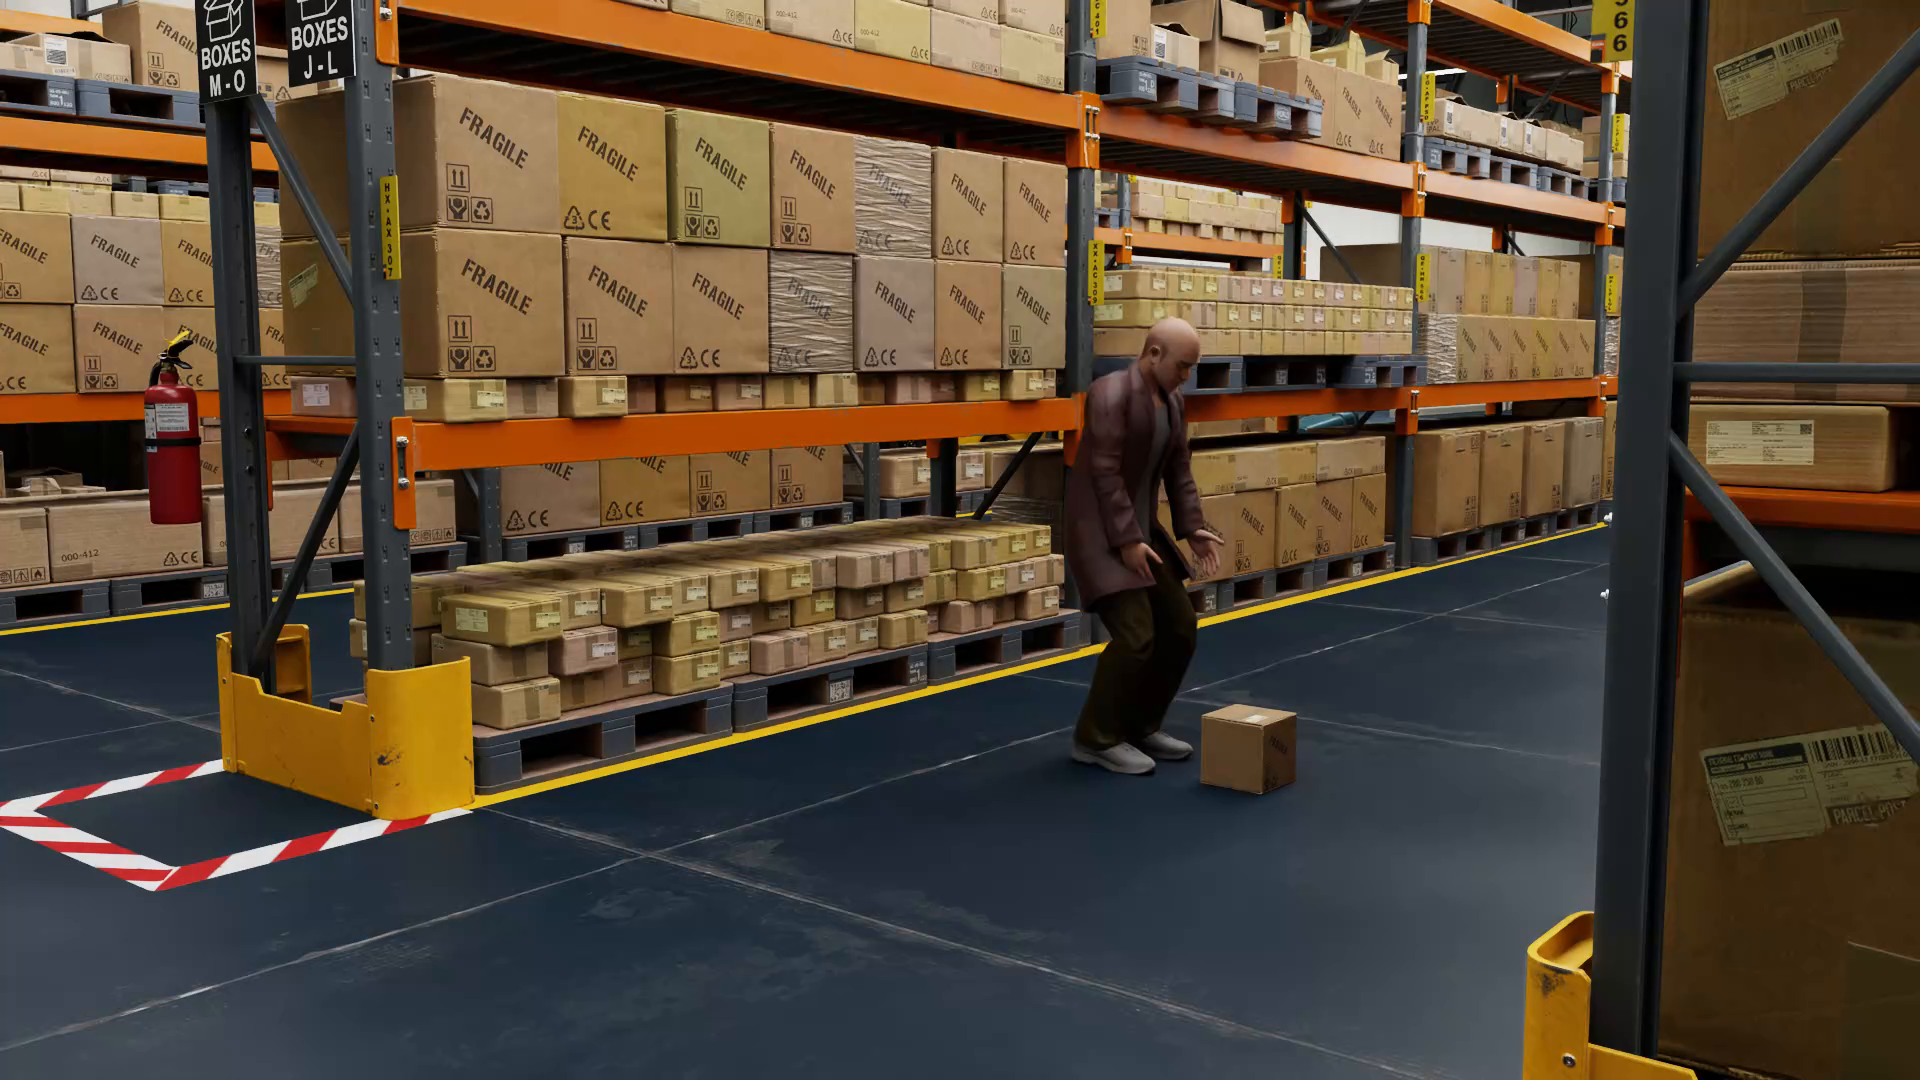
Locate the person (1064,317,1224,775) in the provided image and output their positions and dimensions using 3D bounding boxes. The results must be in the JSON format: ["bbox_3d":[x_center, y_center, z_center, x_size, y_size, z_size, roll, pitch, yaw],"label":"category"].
[{"bbox_3d":[0.666,0.008,6.231,0.503,1.672,0.607,5,8,40],"label":"person"}]
